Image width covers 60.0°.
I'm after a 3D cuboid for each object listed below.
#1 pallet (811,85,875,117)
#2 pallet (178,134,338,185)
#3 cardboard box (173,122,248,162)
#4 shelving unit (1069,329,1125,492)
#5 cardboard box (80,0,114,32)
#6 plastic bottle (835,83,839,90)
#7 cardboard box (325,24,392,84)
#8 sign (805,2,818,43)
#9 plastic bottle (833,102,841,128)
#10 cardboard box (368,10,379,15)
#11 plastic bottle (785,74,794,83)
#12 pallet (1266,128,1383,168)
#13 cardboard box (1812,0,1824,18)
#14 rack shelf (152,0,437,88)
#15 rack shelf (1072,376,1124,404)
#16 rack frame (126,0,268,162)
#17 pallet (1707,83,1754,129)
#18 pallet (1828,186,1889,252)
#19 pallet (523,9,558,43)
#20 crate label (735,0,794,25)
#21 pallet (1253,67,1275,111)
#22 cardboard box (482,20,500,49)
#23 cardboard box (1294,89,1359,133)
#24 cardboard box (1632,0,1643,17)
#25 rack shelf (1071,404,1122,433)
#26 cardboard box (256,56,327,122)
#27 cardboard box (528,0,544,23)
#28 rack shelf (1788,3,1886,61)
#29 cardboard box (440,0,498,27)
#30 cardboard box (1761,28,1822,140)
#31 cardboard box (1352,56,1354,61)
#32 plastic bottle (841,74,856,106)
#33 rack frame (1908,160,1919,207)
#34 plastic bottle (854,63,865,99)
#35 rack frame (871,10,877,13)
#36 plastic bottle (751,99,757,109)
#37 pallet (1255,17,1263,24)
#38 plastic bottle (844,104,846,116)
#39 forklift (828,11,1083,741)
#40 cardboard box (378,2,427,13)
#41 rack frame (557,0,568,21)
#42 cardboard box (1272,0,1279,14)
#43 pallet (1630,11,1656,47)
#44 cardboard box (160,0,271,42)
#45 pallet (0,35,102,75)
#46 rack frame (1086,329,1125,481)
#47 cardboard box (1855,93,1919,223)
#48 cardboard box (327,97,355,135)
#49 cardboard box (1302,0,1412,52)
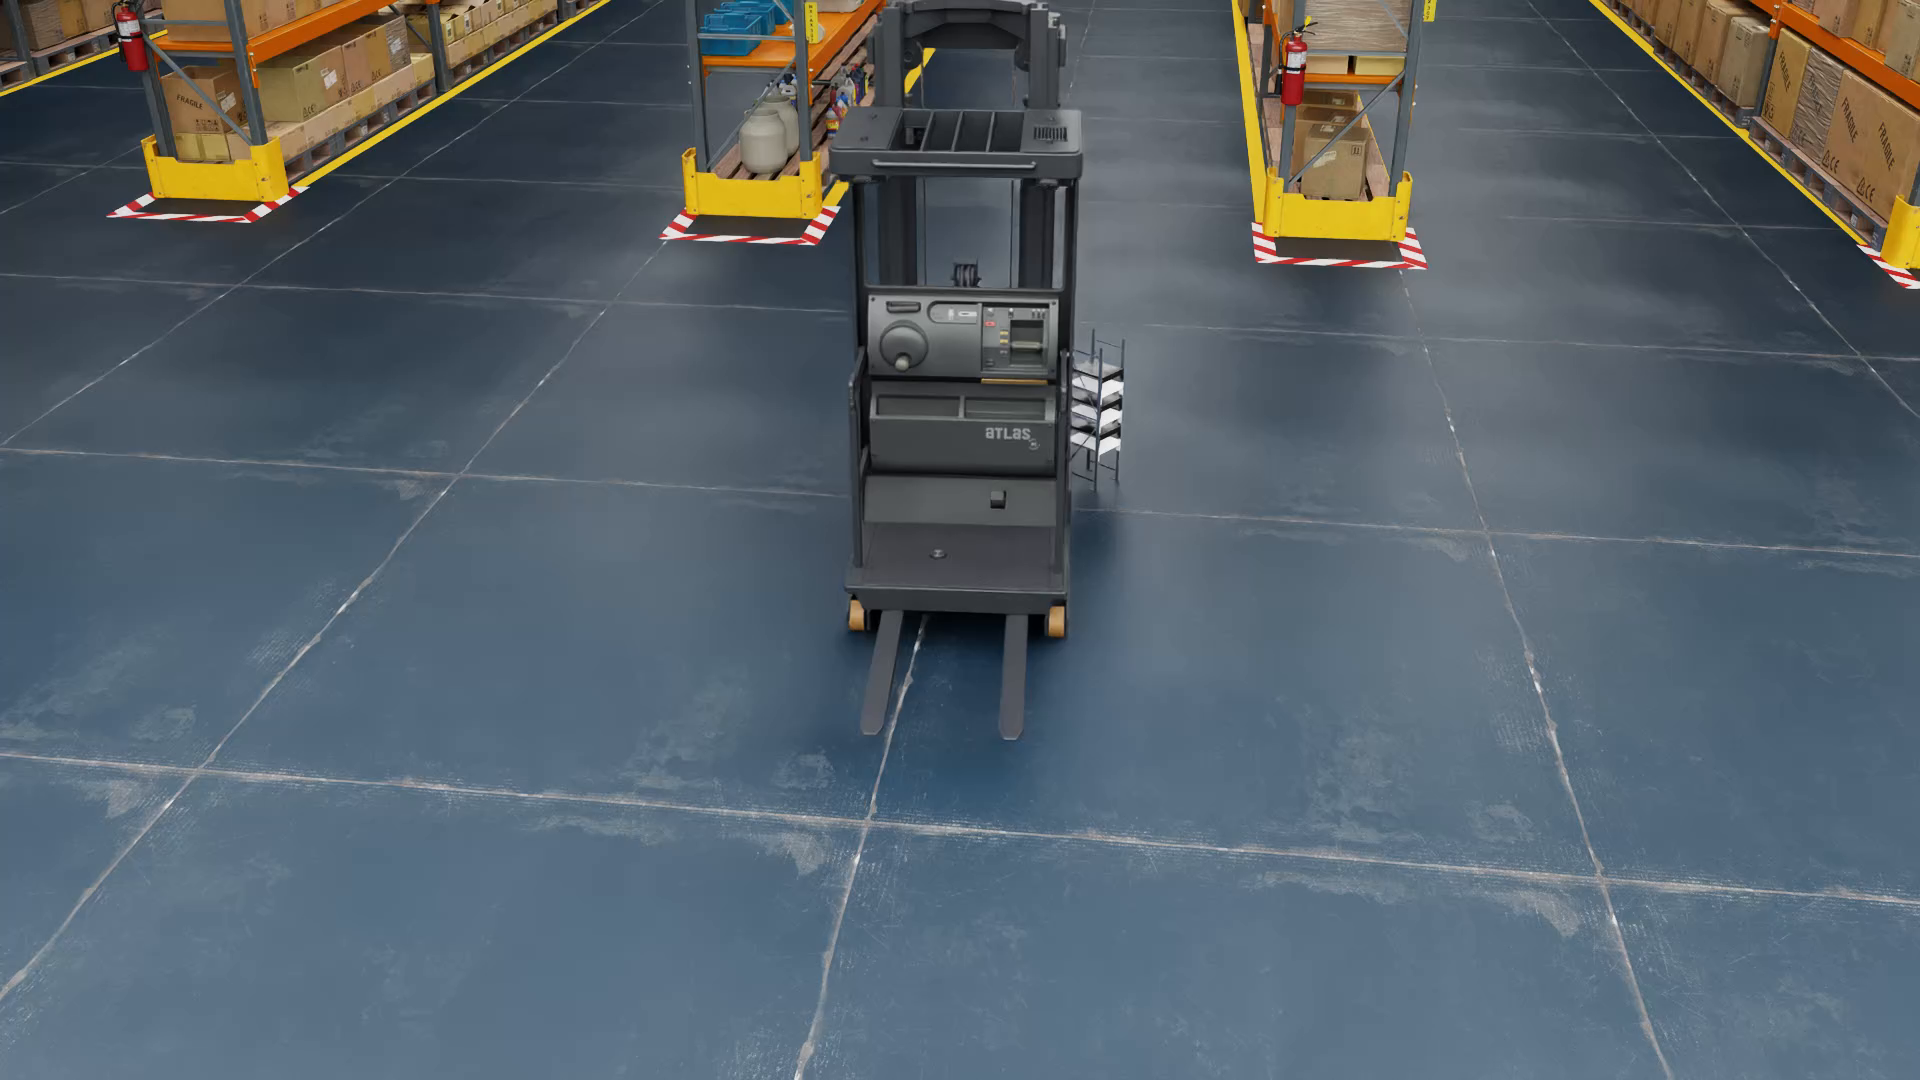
[{"bbox_3d":[-1.402,-4.517,17.412,1.003,0.211,1.213,3,28,6],"label":"pallet"},{"bbox_3d":[-6.632,-3.600,15.710,1.003,0.211,1.213,3,28,6],"label":"pallet"},{"bbox_3d":[-6.912,-3.709,15.429,0.500,0.250,0.500,3,28,6],"label":"cardboard box"},{"bbox_3d":[0.784,-0.752,9.697,0.258,0.900,0.210,24,36,37],"label":"shelving unit"},{"bbox_3d":[-10.921,-6.559,20.433,0.700,0.500,0.500,4,29,7],"label":"cardboard box"},{"bbox_3d":[-1.239,-4.488,16.818,0.061,0.283,0.133,3,28,6],"label":"plastic bottle"},{"bbox_3d":[-6.164,-4.951,16.944,0.500,0.500,0.500,3,28,6],"label":"cardboard box"},{"bbox_3d":[-1.223,-4.263,13.709,0.100,0.325,0.005,3,28,6],"label":"sign"},{"bbox_3d":[-1.191,-4.114,16.124,0.061,0.283,0.133,4,29,7],"label":"plastic bottle"},{"bbox_3d":[-6.562,-5.452,17.874,0.500,0.500,0.500,3,28,6],"label":"cardboard box"},{"bbox_3d":[-1.789,-4.730,17.196,0.144,0.351,0.185,4,29,8],"label":"plastic bottle"},{"bbox_3d":[3.443,-3.649,15.800,1.003,0.211,1.213,3,28,6],"label":"pallet"},{"bbox_3d":[8.469,-5.066,15.333,0.875,0.550,0.550,3,28,6],"label":"cardboard box"},{"bbox_3d":[-6.439,-5.090,16.294,1.077,0.370,4.000,3,28,6],"label":"rack shelf"},{"bbox_3d":[0.784,-0.881,9.627,0.258,0.077,0.200,24,36,37],"label":"rack shelf"},{"bbox_3d":[-6.684,-4.465,14.376,1.000,3.000,0.127,3,28,6],"label":"rack frame"},{"bbox_3d":[8.567,-4.575,17.519,1.003,0.211,1.213,3,28,6],"label":"pallet"},{"bbox_3d":[8.078,-2.705,14.049,1.003,0.211,1.213,3,28,6],"label":"pallet"},{"bbox_3d":[-5.844,-6.618,21.312,1.003,0.211,1.213,3,28,6],"label":"pallet"},{"bbox_3d":[-1.812,-5.073,15.467,0.502,0.435,0.616,3,28,6],"label":"crate label"},{"bbox_3d":[3.731,-4.910,18.140,1.003,0.211,1.213,3,28,6],"label":"pallet"},{"bbox_3d":[-5.774,-5.982,19.648,0.500,0.250,0.500,3,28,5],"label":"cardboard box"},{"bbox_3d":[3.488,-4.102,15.895,0.500,0.500,0.500,1,28,2],"label":"cardboard box"},{"bbox_3d":[8.926,-6.971,21.220,0.500,0.500,0.500,4,29,8],"label":"cardboard box"},{"bbox_3d":[0.784,-0.722,9.712,0.258,0.077,0.200,24,36,37],"label":"rack shelf"},{"bbox_3d":[-6.338,-4.245,15.632,0.500,0.500,0.500,3,28,6],"label":"cardboard box"},{"bbox_3d":[-5.586,-6.701,20.981,0.500,0.250,0.500,3,28,6],"label":"cardboard box"},{"bbox_3d":[8.302,-4.263,14.552,0.919,0.124,3.809,3,28,6],"label":"rack shelf"},{"bbox_3d":[-5.767,-6.228,19.513,0.500,0.311,0.500,2,28,5],"label":"cardboard box"},{"bbox_3d":[8.401,-4.392,16.038,0.875,0.875,0.875,4,29,7],"label":"cardboard box"},{"bbox_3d":[3.468,-4.014,13.803,0.380,0.149,0.250,3,28,6],"label":"cardboard box"},{"bbox_3d":[-1.134,-4.524,16.813,0.144,0.351,0.185,3,28,6],"label":"plastic bottle"},{"bbox_3d":[8.057,-3.552,12.680,1.000,3.000,0.127,3,28,6],"label":"rack frame"},{"bbox_3d":[-1.071,-4.766,17.263,0.144,0.351,0.185,3,28,5],"label":"plastic bottle"},{"bbox_3d":[-0.788,-7.941,20.828,1.000,3.000,0.127,3,28,6],"label":"rack frame"},{"bbox_3d":[-1.982,-4.119,16.134,0.061,0.283,0.133,4,29,7],"label":"plastic bottle"},{"bbox_3d":[4.299,-6.793,21.636,1.003,0.211,1.213,3,28,6],"label":"pallet"},{"bbox_3d":[-1.171,-4.228,16.421,0.097,0.201,0.097,0,28,0],"label":"plastic bottle"},{"bbox_3d":[-0.002,-0.908,7.913,1.118,2.867,2.937,2,28,3],"label":"forklift"},{"bbox_3d":[-6.371,-6.022,19.130,0.500,0.311,0.500,4,29,8],"label":"cardboard box"},{"bbox_3d":[-5.704,-8.231,21.365,1.000,3.000,0.127,3,28,6],"label":"rack frame"},{"bbox_3d":[3.173,-5.107,15.831,0.380,0.149,0.250,3,28,6],"label":"cardboard box"},{"bbox_3d":[9.135,-6.458,21.014,1.003,0.211,1.213,3,28,6],"label":"pallet"},{"bbox_3d":[-6.614,-4.728,14.758,0.700,0.500,0.500,3,28,6],"label":"cardboard box"},{"bbox_3d":[-11.017,-5.773,19.743,1.003,0.211,1.213,3,28,6],"label":"pallet"},{"bbox_3d":[0.854,-0.787,9.762,0.240,0.900,0.006,24,36,37],"label":"rack frame"},{"bbox_3d":[8.075,-3.124,13.684,0.875,0.875,0.875,4,29,6],"label":"cardboard box"},{"bbox_3d":[-6.278,-4.150,16.247,0.500,0.250,0.500,3,28,6],"label":"cardboard box"},{"bbox_3d":[3.242,-4.320,13.687,0.875,0.500,0.500,3,28,6],"label":"cardboard box"}]
